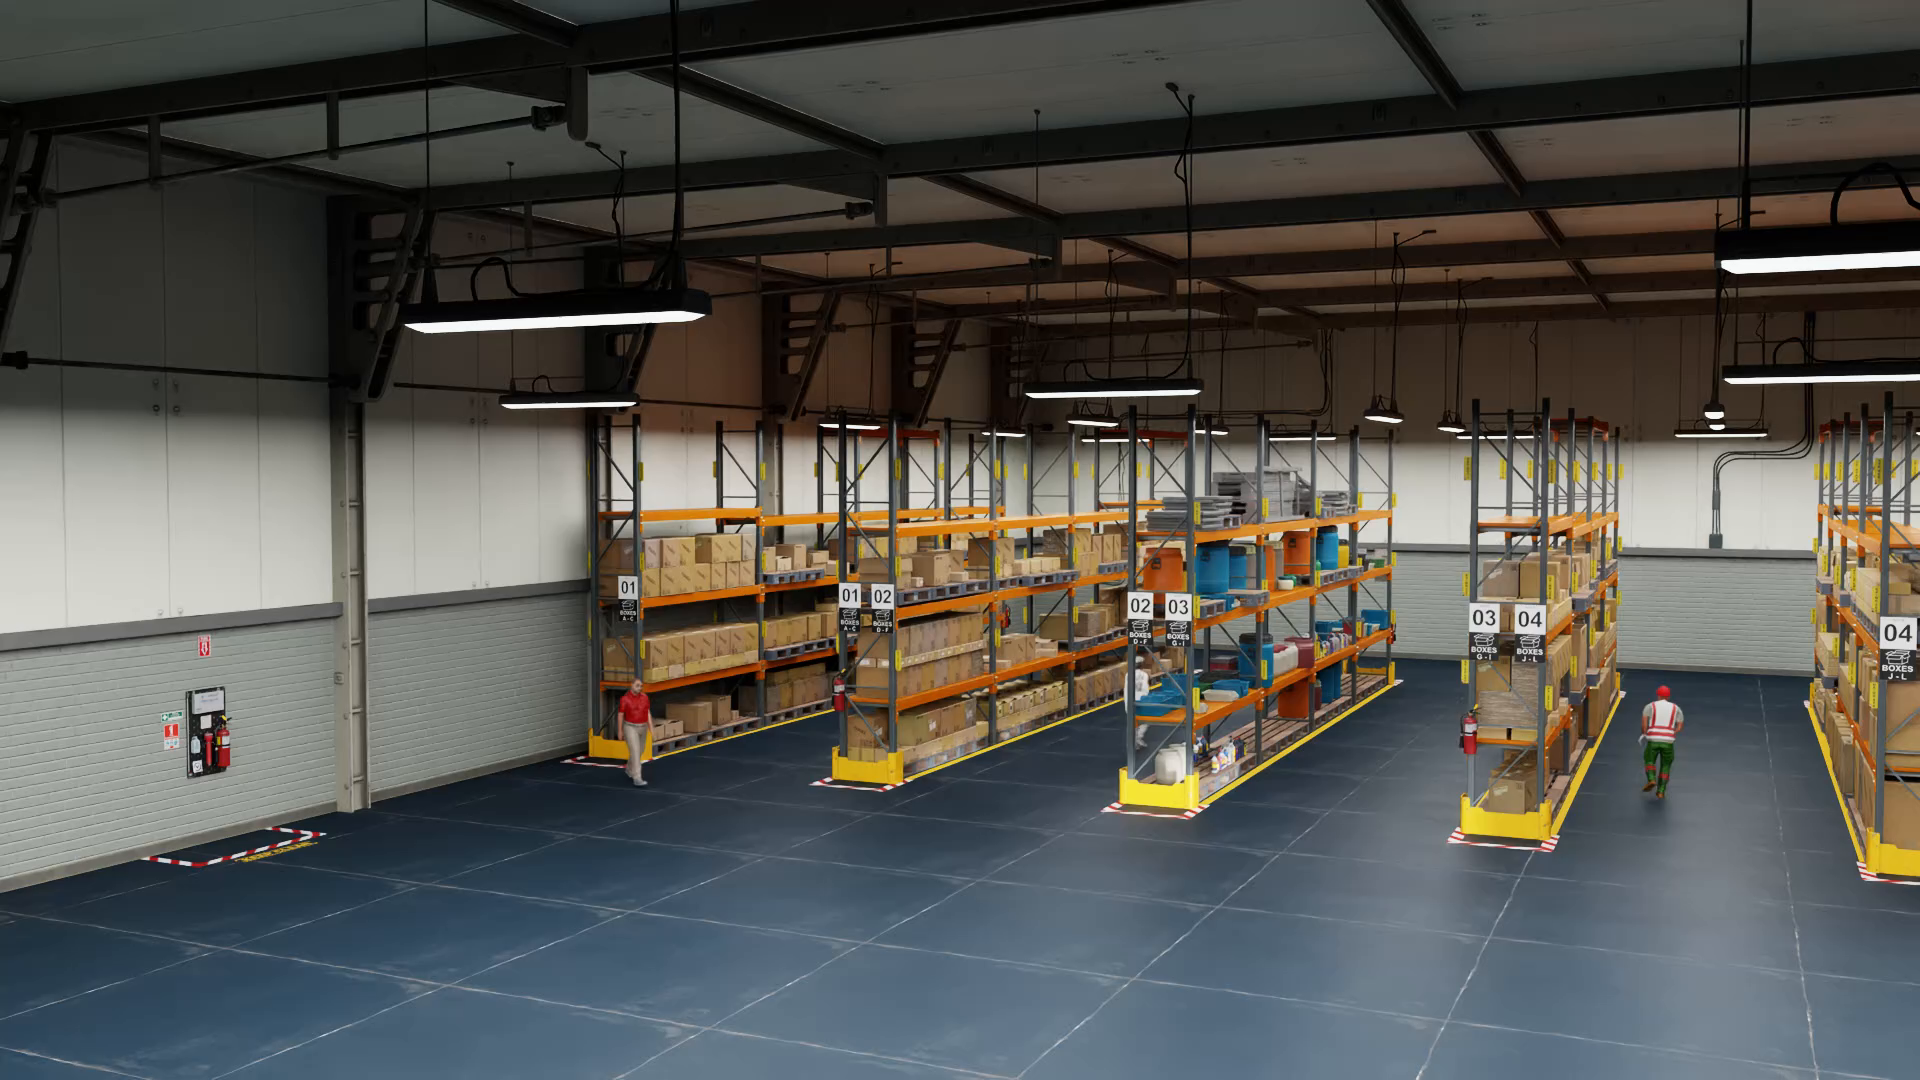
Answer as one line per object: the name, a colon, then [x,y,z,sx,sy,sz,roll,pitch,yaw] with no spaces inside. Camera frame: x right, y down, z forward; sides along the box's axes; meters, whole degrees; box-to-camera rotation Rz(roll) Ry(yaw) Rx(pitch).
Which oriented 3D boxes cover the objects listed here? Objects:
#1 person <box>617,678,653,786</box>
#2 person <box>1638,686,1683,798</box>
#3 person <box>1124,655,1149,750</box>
person: [-5.208,3.059,26.756,0.949,1.688,0.529,2,3,40]
person: [10.848,3.110,25.757,0.636,1.677,0.790,1,3,26]
person: [3.183,2.928,29.877,0.493,1.676,0.448,2,3,34]
